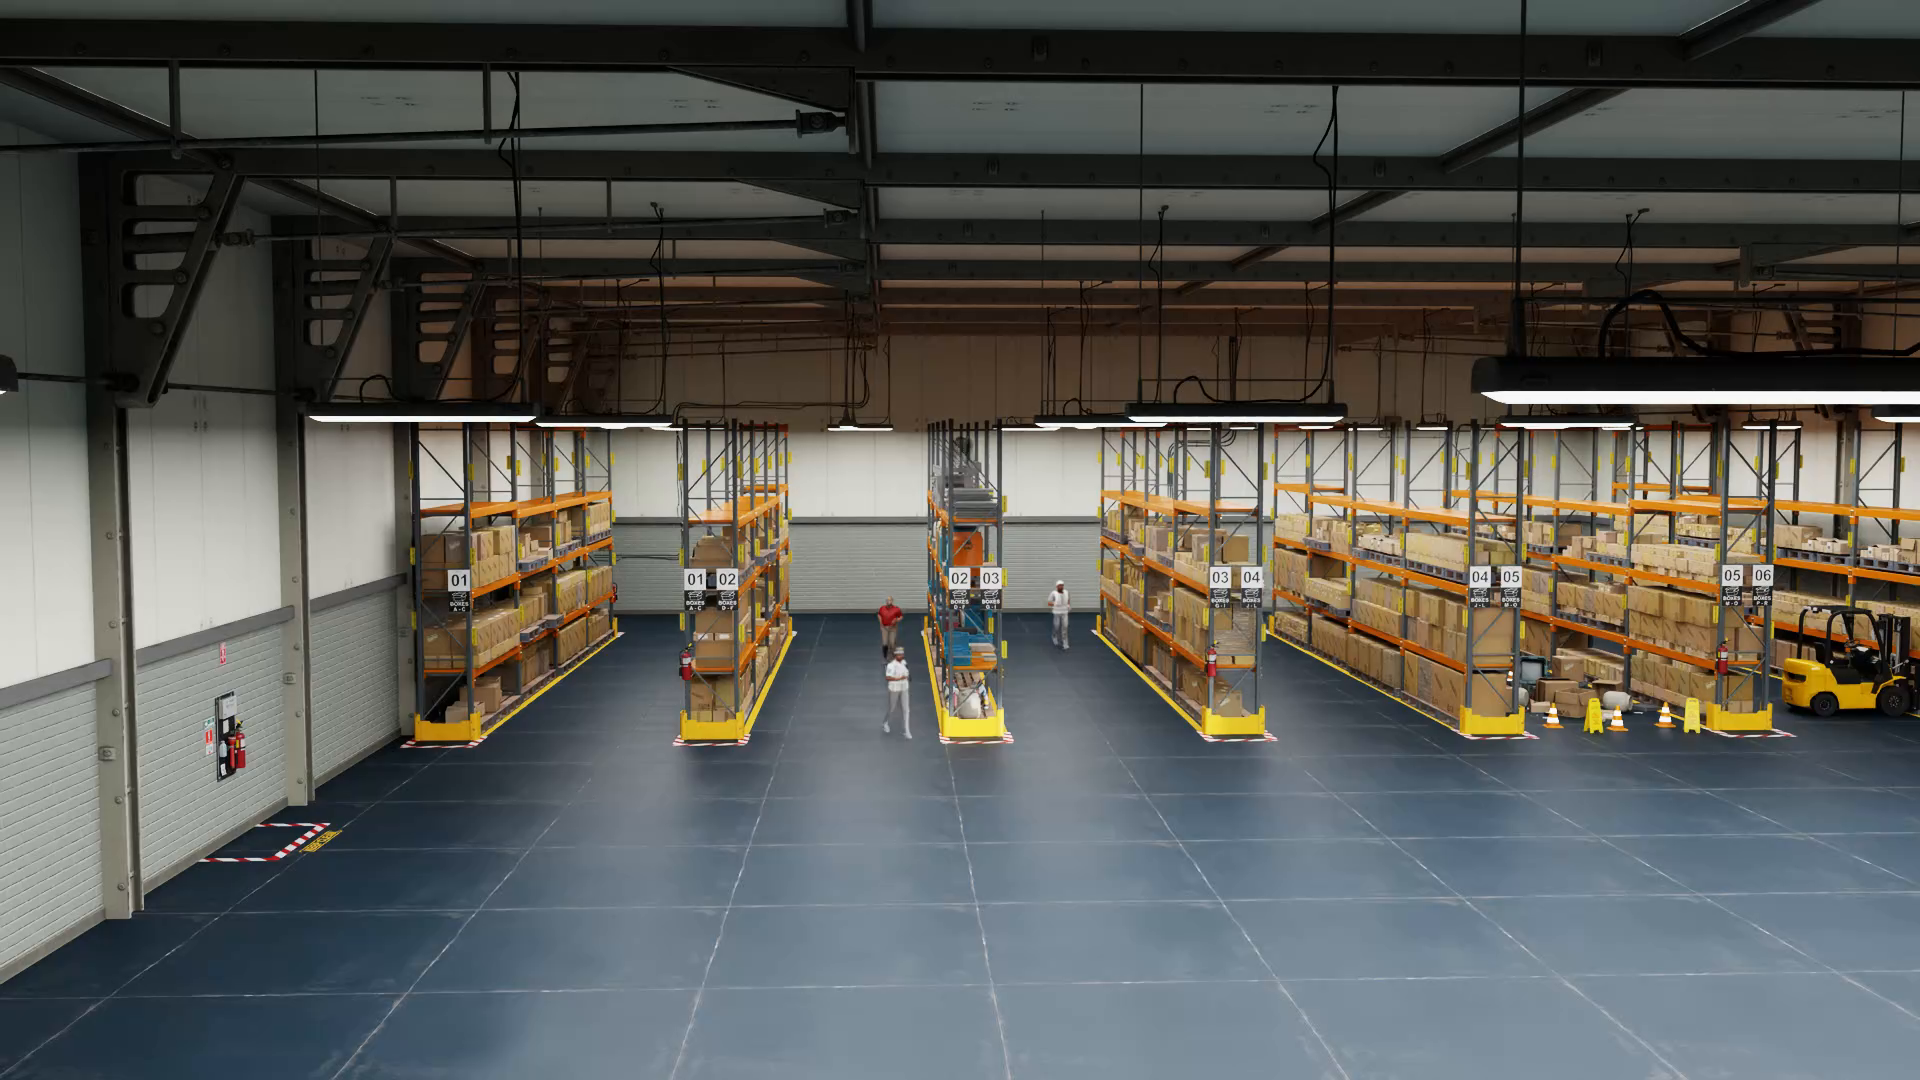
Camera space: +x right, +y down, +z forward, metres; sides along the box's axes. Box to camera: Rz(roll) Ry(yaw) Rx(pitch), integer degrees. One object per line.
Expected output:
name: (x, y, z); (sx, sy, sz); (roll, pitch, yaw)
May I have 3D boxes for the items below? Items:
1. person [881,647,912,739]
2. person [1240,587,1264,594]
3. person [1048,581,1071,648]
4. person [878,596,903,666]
person: (-1.184, 2.843, 31.349); (0.566, 1.696, 0.929); (-2, 4, -32)
person: (8.411, 1.742, 48.552); (0.862, 1.753, 0.723); (-1, 4, -18)
person: (2.666, 1.964, 44.313); (0.684, 1.771, 0.969); (-1, 4, -14)
person: (-1.728, 2.258, 40.992); (0.633, 1.741, 0.674); (0, 4, 3)
